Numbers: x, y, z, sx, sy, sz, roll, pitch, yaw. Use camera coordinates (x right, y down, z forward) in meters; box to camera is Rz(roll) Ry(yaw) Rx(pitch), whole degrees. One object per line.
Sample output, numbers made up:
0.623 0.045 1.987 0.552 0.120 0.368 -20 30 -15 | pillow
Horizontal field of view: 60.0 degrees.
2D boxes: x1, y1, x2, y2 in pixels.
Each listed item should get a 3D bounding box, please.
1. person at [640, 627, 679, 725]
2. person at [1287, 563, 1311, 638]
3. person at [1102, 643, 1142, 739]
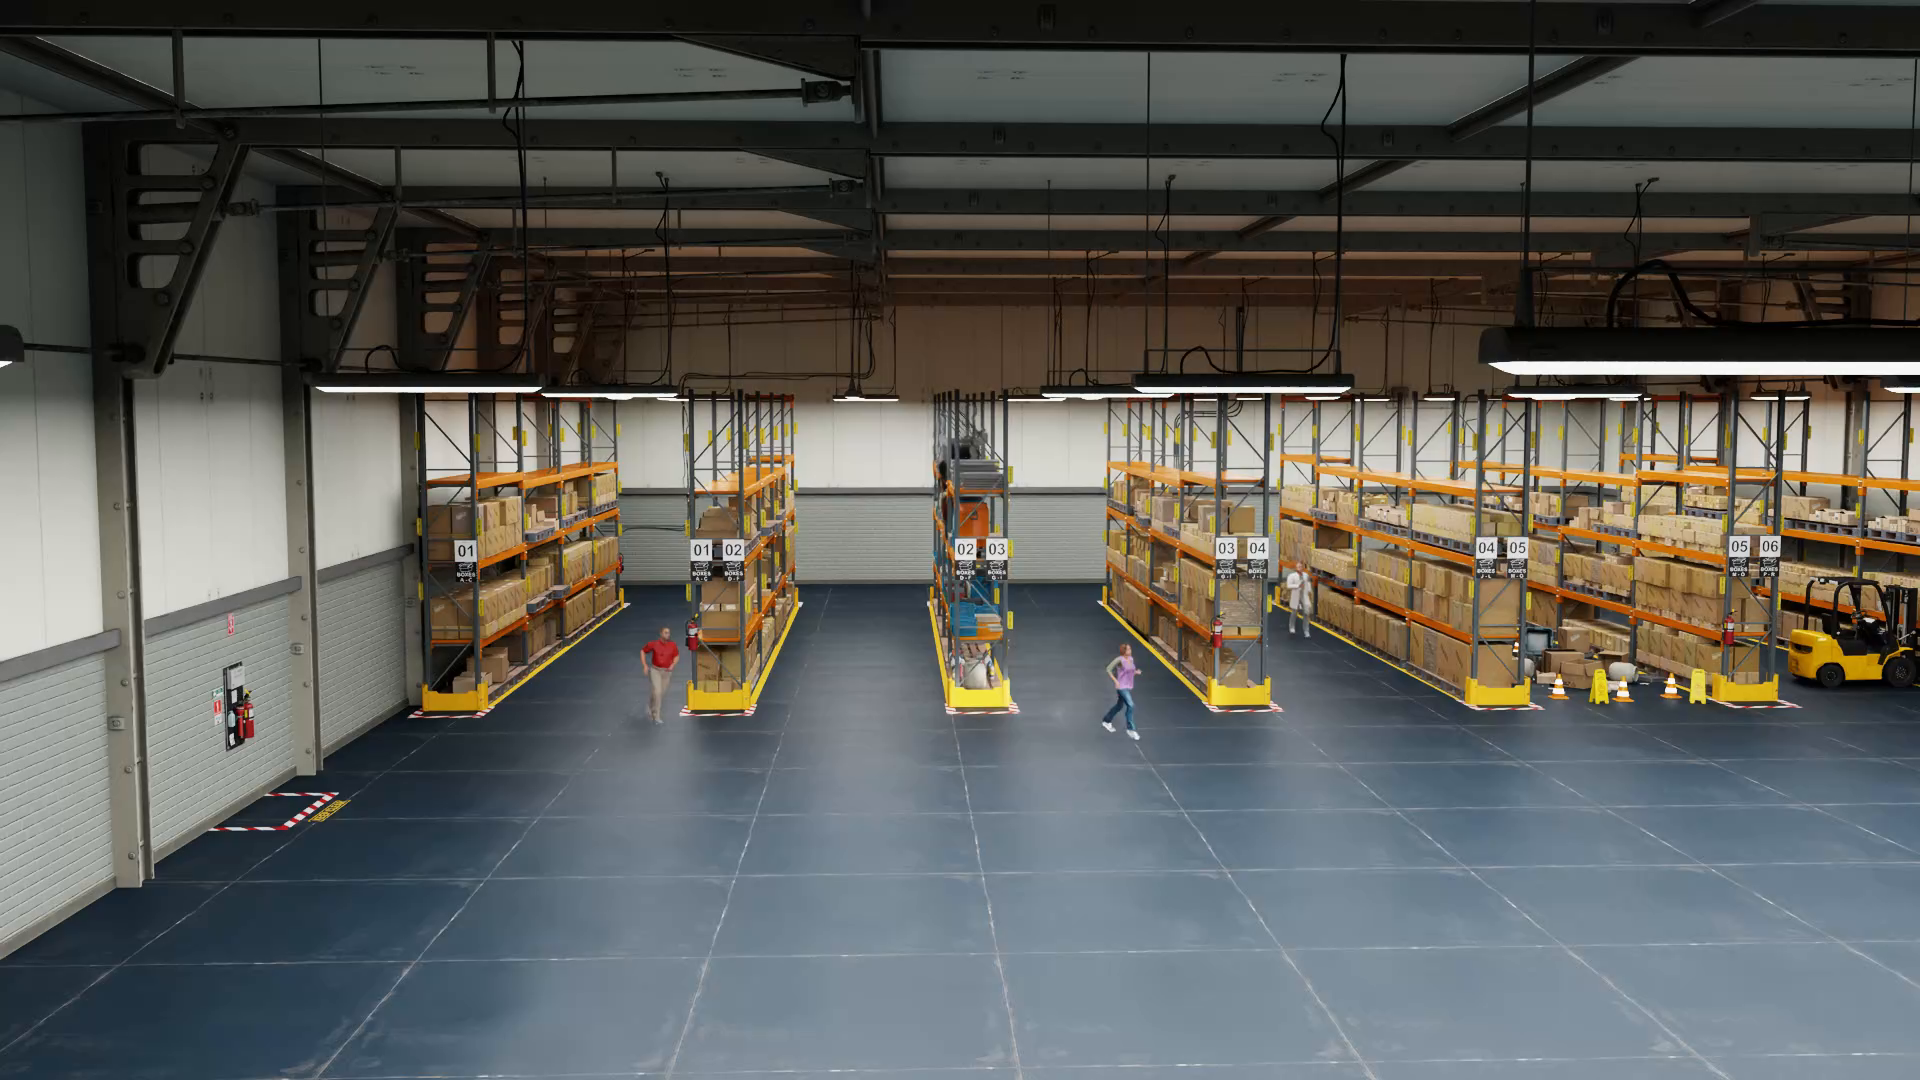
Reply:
-5.415 2.429 30.137 0.706 1.699 0.891 -3 6 -34 | person
8.392 1.485 41.142 0.687 1.854 0.856 -1 5 -7 | person
2.809 2.585 28.728 0.765 1.637 0.516 3 6 34 | person
